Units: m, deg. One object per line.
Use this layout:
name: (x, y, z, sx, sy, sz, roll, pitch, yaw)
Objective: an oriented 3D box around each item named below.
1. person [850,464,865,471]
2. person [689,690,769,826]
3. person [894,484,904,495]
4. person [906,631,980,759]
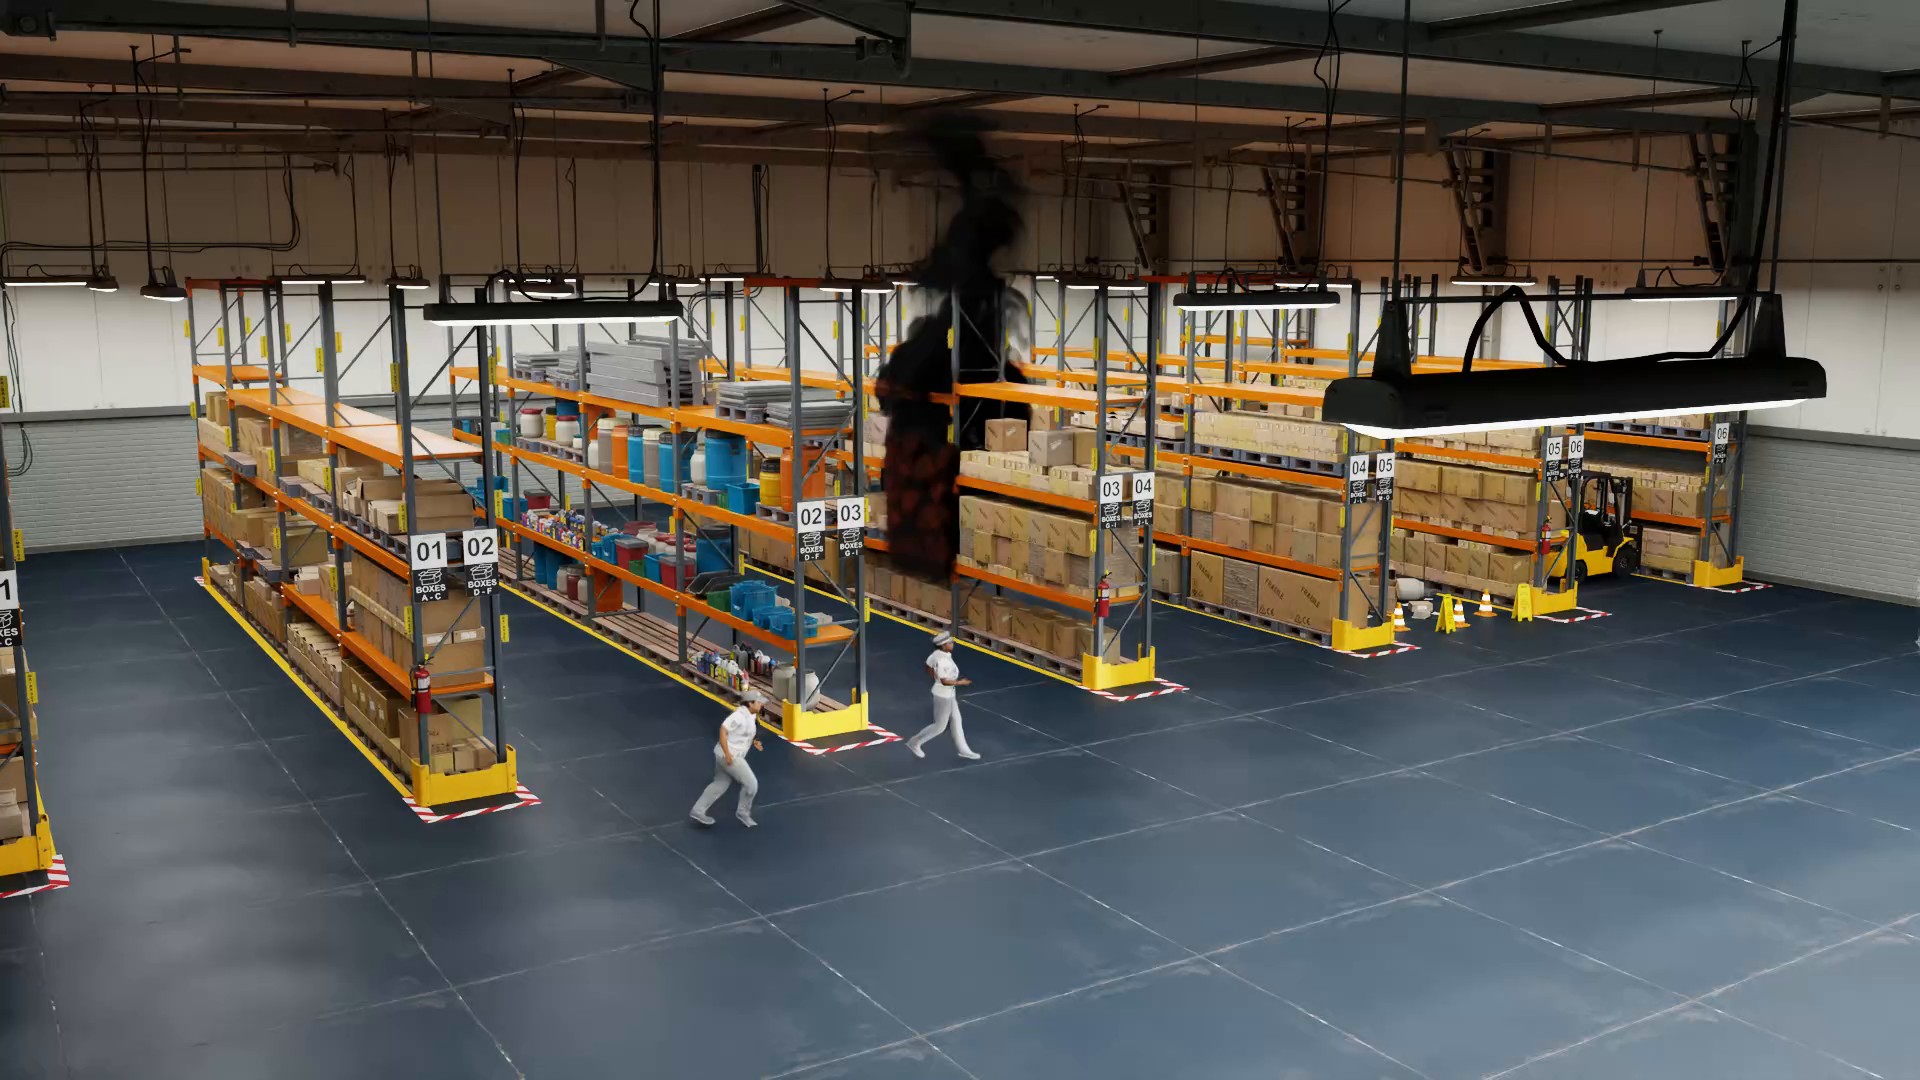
person: (-2.608, -1.480, 41.941, 0.809, 1.599, 0.724, -4, 11, -25)
person: (-2.612, 2.476, 18.776, 0.926, 1.616, 0.610, 0, 10, 0)
person: (-1.270, -0.316, 34.322, 0.714, 1.705, 1.028, -8, 12, -39)
person: (-0.211, 1.974, 21.048, 0.947, 1.684, 0.594, 0, 10, -3)
